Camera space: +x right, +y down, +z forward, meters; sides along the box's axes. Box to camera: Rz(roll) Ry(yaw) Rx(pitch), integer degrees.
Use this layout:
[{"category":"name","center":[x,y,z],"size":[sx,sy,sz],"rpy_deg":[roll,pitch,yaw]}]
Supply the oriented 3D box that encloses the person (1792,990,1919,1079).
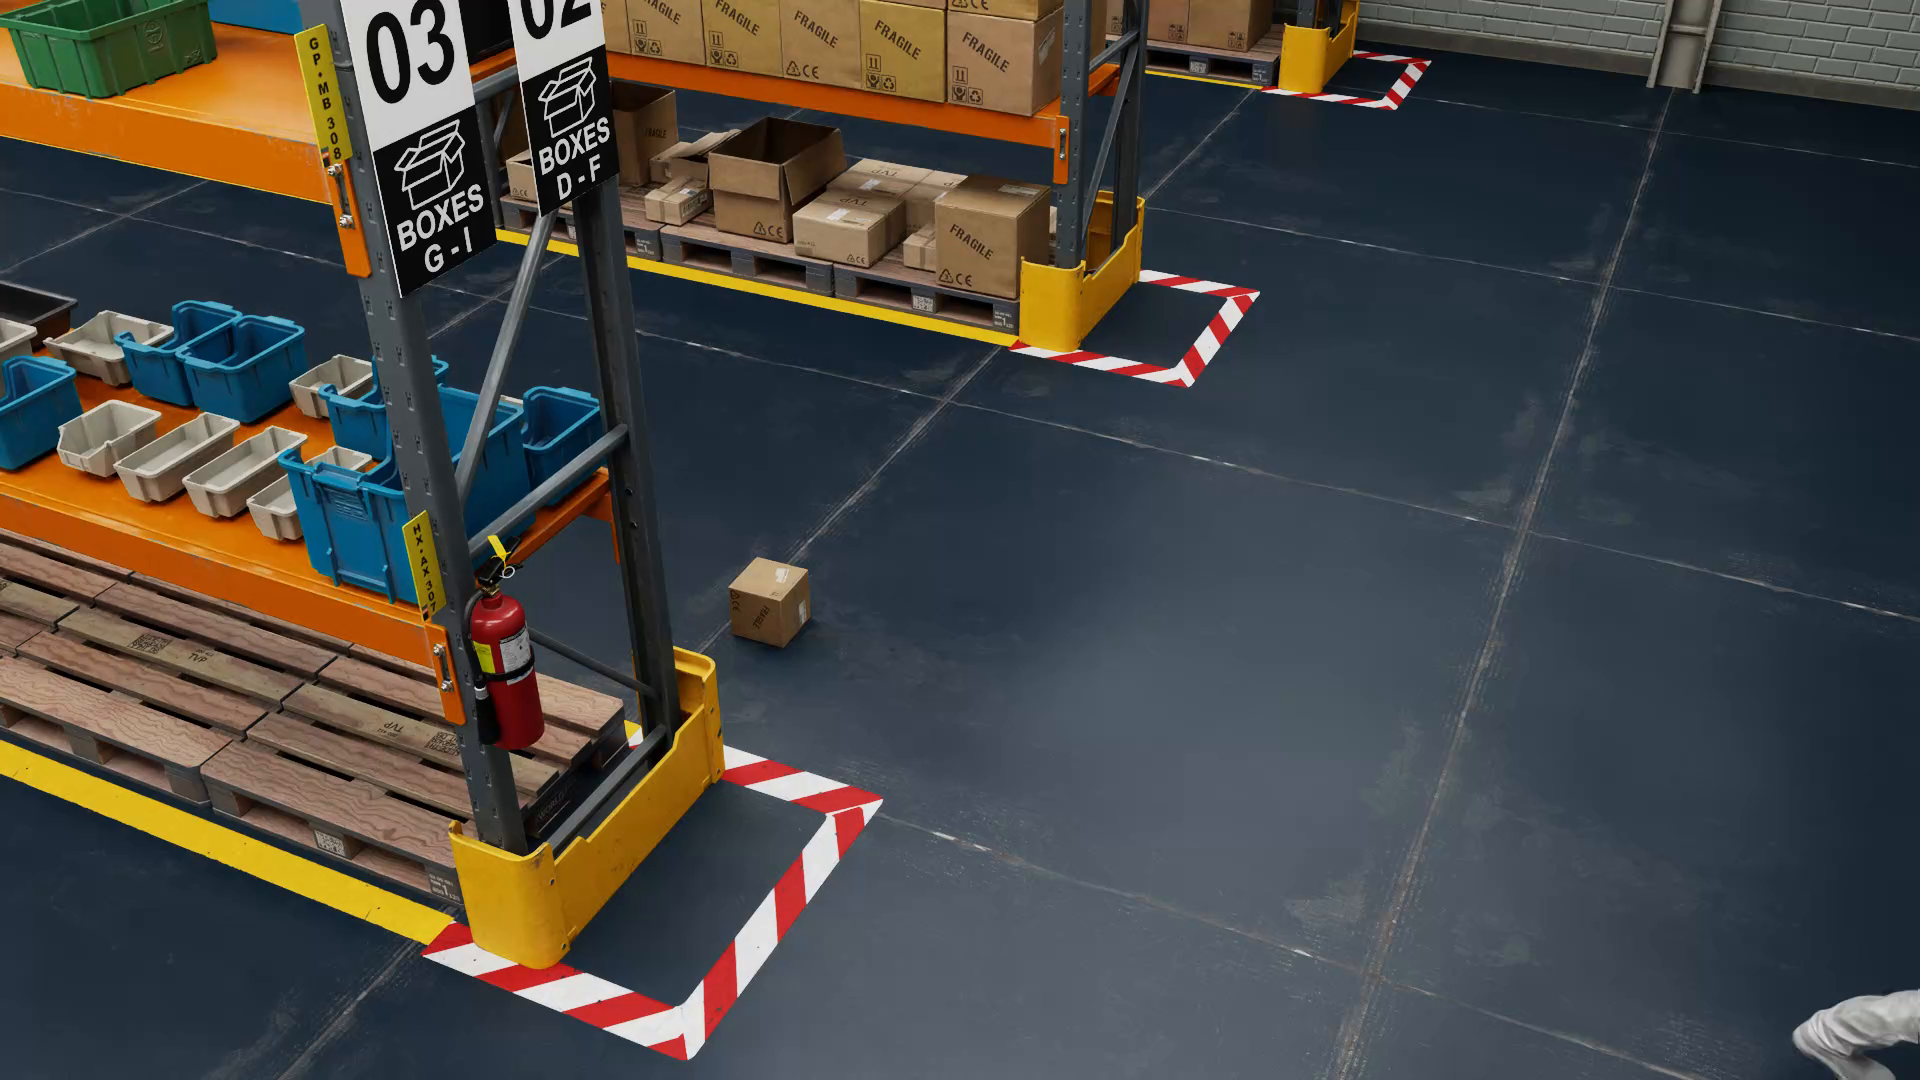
[{"category":"person","center":[2.868,1.117,4.428],"size":[0.910,1.756,0.552],"rpy_deg":[21,39,29]}]
